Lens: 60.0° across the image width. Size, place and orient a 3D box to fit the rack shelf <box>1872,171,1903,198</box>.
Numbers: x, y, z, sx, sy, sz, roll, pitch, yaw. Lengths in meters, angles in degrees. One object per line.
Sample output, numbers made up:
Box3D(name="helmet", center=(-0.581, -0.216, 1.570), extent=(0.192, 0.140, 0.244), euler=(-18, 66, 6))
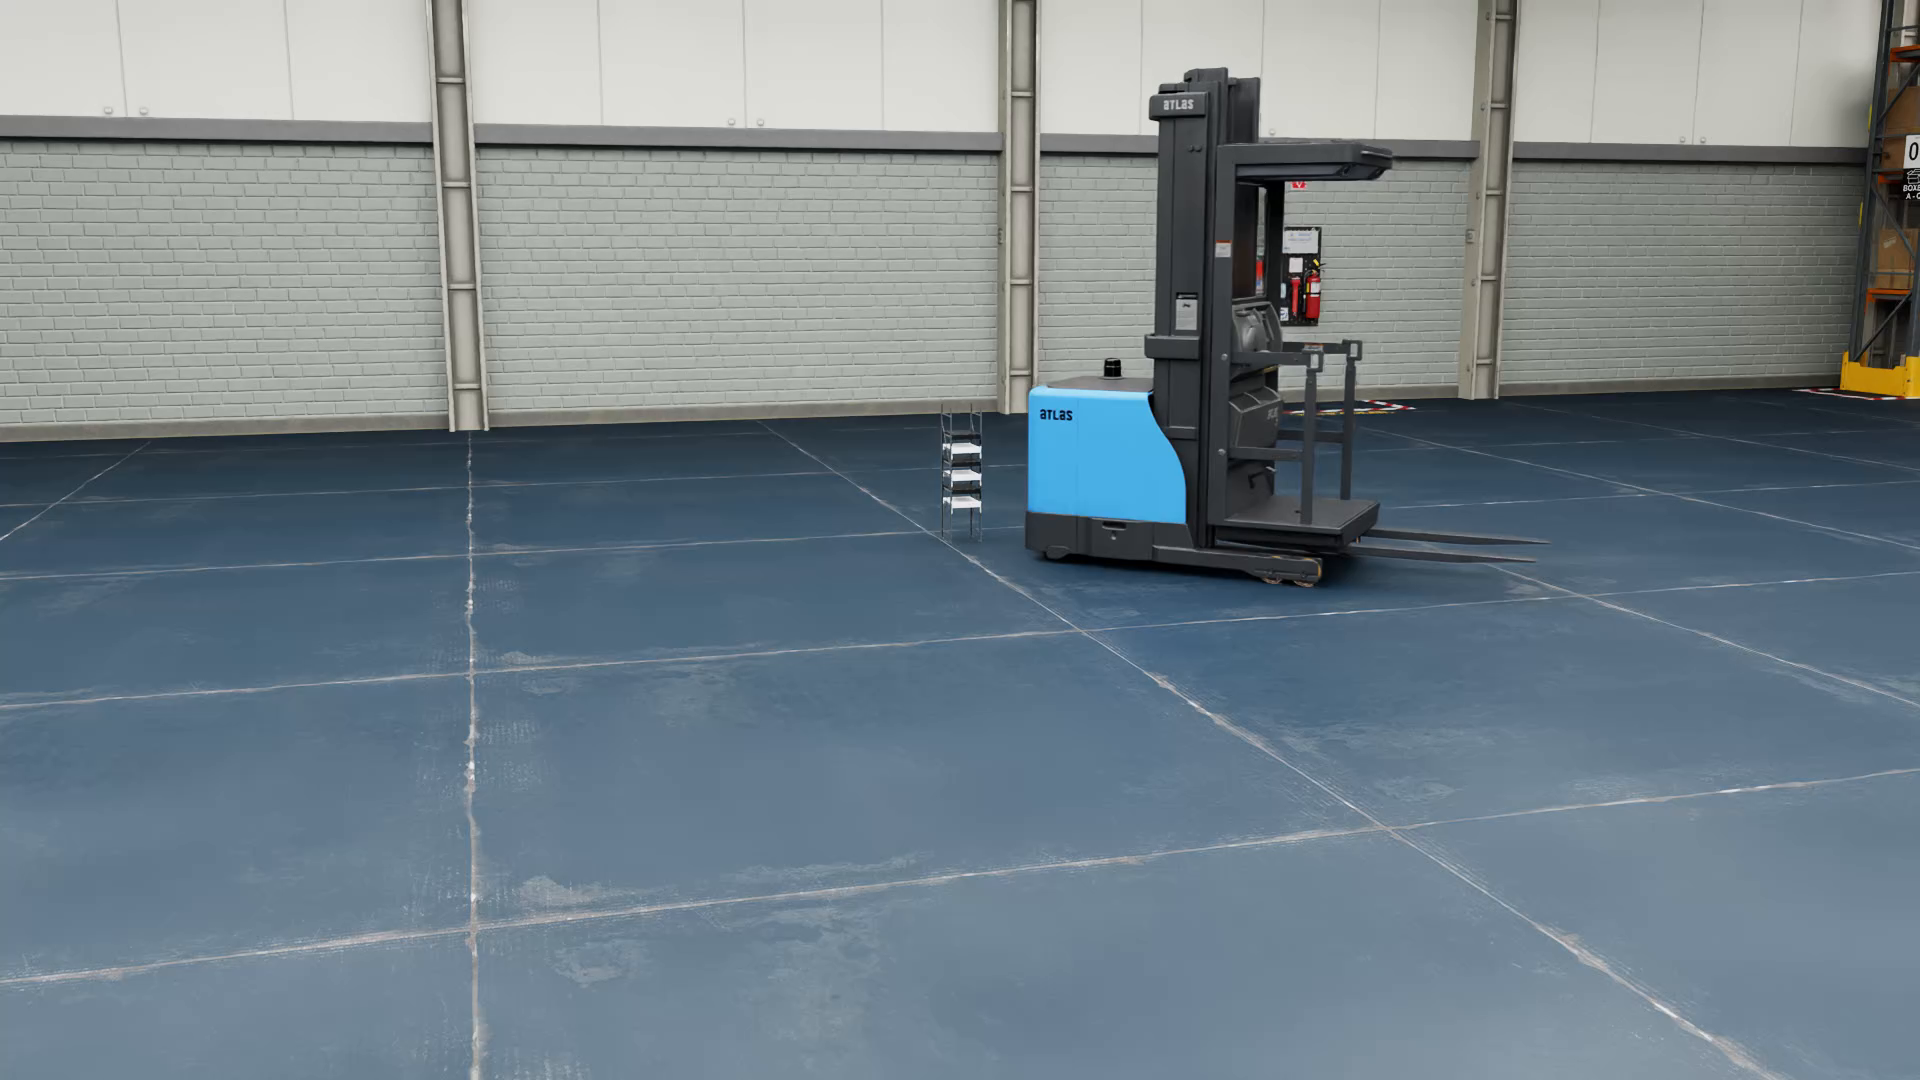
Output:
Box3D(name="rack shelf", center=(13.665, -4.576, 21.322), extent=(4.000, 0.370, 1.077), euler=(-3, 11, -16))

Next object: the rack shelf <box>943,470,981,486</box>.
Box3D(name="rack shelf", center=(0.008, -0.410, 10.973), extent=(0.200, 0.077, 0.258), euler=(-3, 11, -16))

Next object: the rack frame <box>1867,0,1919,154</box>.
Box3D(name="rack frame", center=(11.745, -6.304, 20.435), extent=(0.127, 3.000, 1.000), euler=(-3, 11, -16))

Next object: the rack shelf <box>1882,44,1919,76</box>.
Box3D(name="rack shelf", center=(13.665, -6.050, 21.051), extent=(4.000, 0.370, 1.077), euler=(-3, 11, -16))

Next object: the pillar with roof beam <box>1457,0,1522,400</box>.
Box3D(name="pillar with roof beam", center=(7.618, -5.438, 15.730), extent=(0.400, 9.000, 9.100), euler=(-3, 11, -16))

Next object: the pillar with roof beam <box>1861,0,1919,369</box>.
Box3D(name="pillar with roof beam", center=(13.379, -5.742, 17.380), extent=(0.400, 9.000, 9.100), euler=(-3, 11, -16))

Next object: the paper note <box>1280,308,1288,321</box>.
Box3D(name="paper note", center=(3.842, -2.687, 19.792), extent=(0.142, 0.148, 0.016), euler=(-3, 11, -16))

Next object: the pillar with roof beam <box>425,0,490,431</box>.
Box3D(name="pillar with roof beam", center=(-3.904, -4.831, 12.432), extent=(0.400, 9.000, 9.100), euler=(-3, 11, -16))

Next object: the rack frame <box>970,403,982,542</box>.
Box3D(name="rack frame", center=(0.105, -0.448, 10.995), extent=(0.006, 0.900, 0.240), euler=(-3, 11, -16))

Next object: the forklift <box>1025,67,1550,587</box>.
Box3D(name="forklift", center=(1.963, -1.280, 9.905), extent=(3.031, 2.935, 1.130), euler=(5, 12, 25))

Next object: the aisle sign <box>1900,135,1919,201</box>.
Box3D(name="aisle sign", center=(11.760, -4.576, 20.440), extent=(0.004, 0.787, 0.394), euler=(-3, 11, -16))

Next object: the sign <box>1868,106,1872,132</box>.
Box3D(name="sign", center=(11.609, -5.362, 21.156), extent=(0.005, 0.325, 0.100), euler=(-3, 11, -16))

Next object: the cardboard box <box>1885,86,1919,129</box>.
Box3D(name="cardboard box", center=(12.086, -5.447, 20.971), extent=(0.500, 0.500, 0.500), euler=(-3, 11, -13))

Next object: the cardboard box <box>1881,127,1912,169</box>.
Box3D(name="cardboard box", center=(12.075, -4.953, 21.050), extent=(0.500, 0.500, 0.500), euler=(-2, 11, -12))

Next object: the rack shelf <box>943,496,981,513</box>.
Box3D(name="rack shelf", center=(0.008, -0.233, 11.006), extent=(0.200, 0.077, 0.258), euler=(-3, 11, -16))

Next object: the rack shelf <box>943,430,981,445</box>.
Box3D(name="rack shelf", center=(0.008, -0.676, 10.924), extent=(0.200, 0.077, 0.258), euler=(-3, 11, -16))

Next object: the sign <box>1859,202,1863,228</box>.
Box3D(name="sign", center=(11.609, -4.176, 21.375), extent=(0.005, 0.325, 0.100), euler=(-3, 11, -16))

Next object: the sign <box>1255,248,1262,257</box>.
Box3D(name="sign", center=(3.478, -3.384, 19.582), extent=(0.331, 0.109, 0.001), euler=(-3, 11, -16))

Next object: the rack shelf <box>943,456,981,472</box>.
Box3D(name="rack shelf", center=(0.008, -0.499, 10.957), extent=(0.200, 0.077, 0.258), euler=(-3, 11, -16))

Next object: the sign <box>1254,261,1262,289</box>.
Box3D(name="sign", center=(3.471, -3.125, 19.637), extent=(0.234, 0.329, 0.001), euler=(-3, 11, -16))

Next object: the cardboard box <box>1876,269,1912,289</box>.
Box3D(name="cardboard box", center=(12.140, -3.347, 21.302), extent=(0.500, 0.250, 0.500), euler=(-3, 11, -15))

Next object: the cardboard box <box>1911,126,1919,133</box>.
Box3D(name="cardboard box", center=(12.136, -4.861, 20.552), extent=(0.500, 0.500, 0.500), euler=(-3, 11, -14))

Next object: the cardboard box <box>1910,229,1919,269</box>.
Box3D(name="cardboard box", center=(12.287, -3.630, 20.770), extent=(0.500, 0.500, 0.500), euler=(-3, 11, -16))

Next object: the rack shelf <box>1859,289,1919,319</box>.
Box3D(name="rack shelf", center=(13.665, -3.101, 21.594), extent=(4.000, 0.370, 1.077), euler=(-3, 11, -16))

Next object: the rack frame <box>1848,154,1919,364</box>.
Box3D(name="rack frame", center=(11.745, -3.354, 20.979), extent=(0.127, 3.000, 1.000), euler=(-3, 11, -16))

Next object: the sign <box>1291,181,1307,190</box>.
Box3D(name="sign", center=(3.996, -4.274, 19.577), extent=(0.199, 0.298, 0.001), euler=(-3, 11, -16))

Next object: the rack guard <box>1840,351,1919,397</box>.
Box3D(name="rack guard", center=(11.818, -2.128, 21.226), extent=(0.348, 0.500, 1.175), euler=(-3, 11, -16))

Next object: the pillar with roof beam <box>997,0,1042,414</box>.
Box3D(name="pillar with roof beam", center=(1.857, -5.134, 14.081), extent=(0.400, 9.000, 9.100), euler=(-3, 11, -16))

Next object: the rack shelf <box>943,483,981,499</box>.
Box3D(name="rack shelf", center=(0.008, -0.322, 10.990), extent=(0.200, 0.077, 0.258), euler=(-3, 11, -16))

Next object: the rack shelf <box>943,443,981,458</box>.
Box3D(name="rack shelf", center=(0.008, -0.587, 10.941), extent=(0.200, 0.077, 0.258), euler=(-3, 11, -16))

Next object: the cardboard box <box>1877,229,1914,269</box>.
Box3D(name="cardboard box", center=(12.138, -3.719, 21.253), extent=(0.500, 0.500, 0.500), euler=(-3, 11, -17))

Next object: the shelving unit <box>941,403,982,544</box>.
Box3D(name="shelving unit", center=(0.008, -0.443, 10.967), extent=(0.210, 0.900, 0.258), euler=(-3, 11, -16))

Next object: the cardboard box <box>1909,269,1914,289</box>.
Box3D(name="cardboard box", center=(12.302, -3.259, 20.825), extent=(0.500, 0.250, 0.500), euler=(-3, 11, -18))

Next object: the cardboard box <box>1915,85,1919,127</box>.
Box3D(name="cardboard box", center=(12.183, -5.357, 20.482), extent=(0.500, 0.500, 0.500), euler=(-4, 11, -20))

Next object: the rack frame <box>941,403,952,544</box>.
Box3D(name="rack frame", center=(-0.090, -0.438, 10.939), extent=(0.006, 0.900, 0.240), euler=(-3, 11, -16))

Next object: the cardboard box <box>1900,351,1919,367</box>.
Box3D(name="cardboard box", center=(12.435, -2.267, 21.287), extent=(0.500, 0.311, 0.500), euler=(-4, 11, -22))

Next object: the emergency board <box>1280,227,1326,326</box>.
Box3D(name="emergency board", center=(4.031, -3.117, 19.695), extent=(0.643, 1.169, 0.194), euler=(-3, 11, -16))
